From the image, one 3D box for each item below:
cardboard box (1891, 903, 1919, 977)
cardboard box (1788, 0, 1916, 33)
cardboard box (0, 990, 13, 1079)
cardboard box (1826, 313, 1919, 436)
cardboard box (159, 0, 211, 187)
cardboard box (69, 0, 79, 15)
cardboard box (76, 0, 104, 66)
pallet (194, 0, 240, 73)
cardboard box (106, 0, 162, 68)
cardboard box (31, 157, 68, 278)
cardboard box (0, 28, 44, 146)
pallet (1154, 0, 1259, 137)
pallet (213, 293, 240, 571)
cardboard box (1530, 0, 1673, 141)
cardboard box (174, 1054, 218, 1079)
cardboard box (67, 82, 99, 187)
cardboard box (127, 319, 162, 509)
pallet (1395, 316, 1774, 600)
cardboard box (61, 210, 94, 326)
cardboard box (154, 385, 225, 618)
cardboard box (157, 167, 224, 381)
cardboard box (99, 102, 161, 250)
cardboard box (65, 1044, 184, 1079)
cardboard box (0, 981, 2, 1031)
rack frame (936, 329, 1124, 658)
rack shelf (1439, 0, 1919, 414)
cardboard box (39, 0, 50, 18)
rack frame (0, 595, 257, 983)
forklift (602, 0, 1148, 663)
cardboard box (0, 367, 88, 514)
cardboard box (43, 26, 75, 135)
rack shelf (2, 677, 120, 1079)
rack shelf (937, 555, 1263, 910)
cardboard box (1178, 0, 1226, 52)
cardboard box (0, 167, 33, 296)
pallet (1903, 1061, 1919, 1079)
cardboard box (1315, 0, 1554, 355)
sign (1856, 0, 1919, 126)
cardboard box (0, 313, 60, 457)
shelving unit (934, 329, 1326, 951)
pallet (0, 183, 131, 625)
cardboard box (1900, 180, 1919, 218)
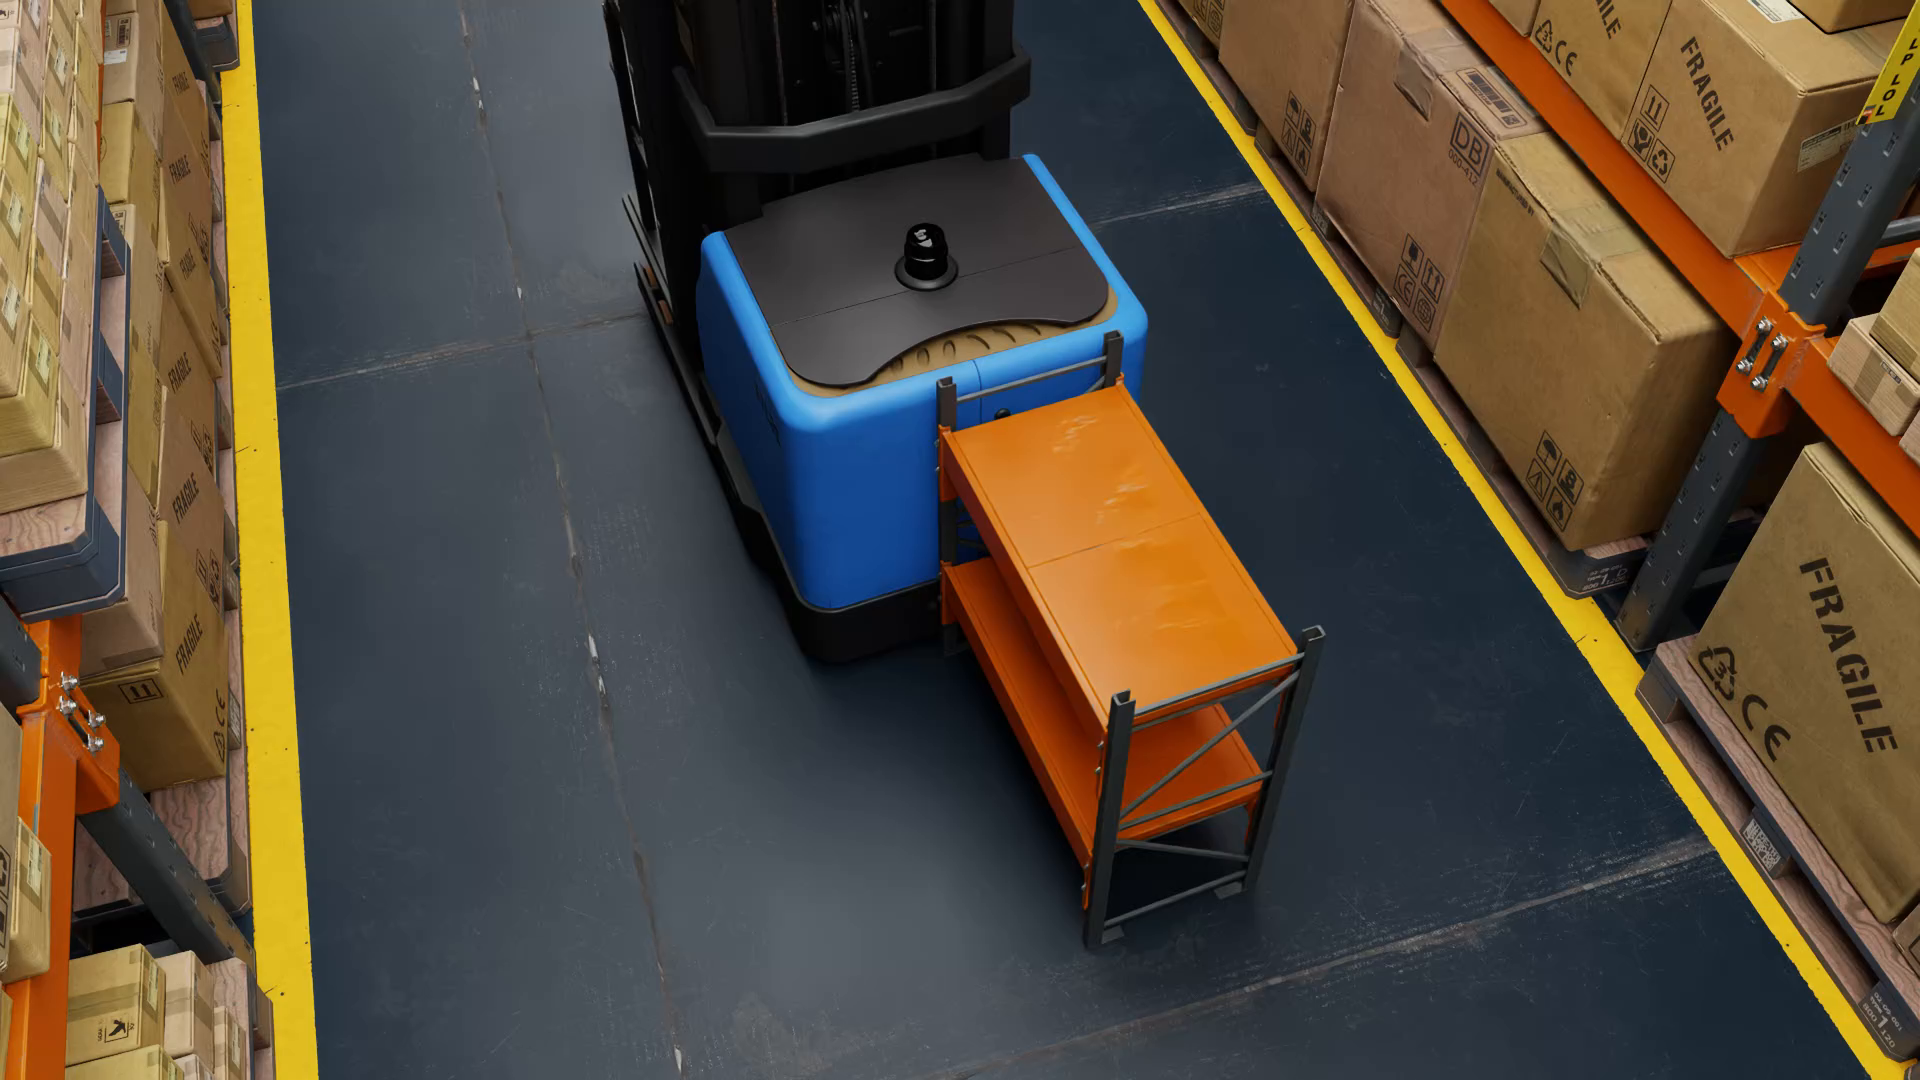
[{"bbox_3d":[2.855,0.926,3.622,0.875,0.875,0.875,-13,51,-11],"label":"cardboard box"},{"bbox_3d":[2.273,-1.601,3.916,0.797,0.503,0.637,-15,51,-12],"label":"cardboard box"},{"bbox_3d":[-1.788,0.876,2.714,0.380,0.149,0.250,-11,51,-10],"label":"cardboard box"},{"bbox_3d":[2.239,-0.409,3.797,0.380,0.149,0.250,-13,51,-11],"label":"cardboard box"},{"bbox_3d":[-3.037,-1.563,5.966,0.500,0.500,0.500,-14,51,-11],"label":"cardboard box"},{"bbox_3d":[-2.440,-1.417,4.178,0.380,0.149,0.250,-14,51,-12],"label":"cardboard box"},{"bbox_3d":[-2.438,-1.316,4.288,0.380,0.149,0.250,-15,52,-13],"label":"cardboard box"},{"bbox_3d":[-3.642,-2.349,7.092,1.003,0.211,1.213,-13,51,-11],"label":"pallet"},{"bbox_3d":[-3.029,-1.786,5.663,0.500,0.250,0.500,-14,51,-12],"label":"cardboard box"},{"bbox_3d":[-2.131,-0.652,3.533,0.380,0.149,0.250,-12,51,-10],"label":"cardboard box"},{"bbox_3d":[-2.209,-0.944,3.584,0.380,0.149,0.250,-14,51,-11],"label":"cardboard box"},{"bbox_3d":[1.448,-2.211,6.976,1.003,0.211,1.213,-13,51,-11],"label":"pallet"},{"bbox_3d":[-2.894,-0.295,5.361,1.003,0.211,1.213,-13,51,-11],"label":"pallet"},{"bbox_3d":[1.931,-1.456,4.450,0.500,0.500,0.500,-12,51,-10],"label":"cardboard box"},{"bbox_3d":[-1.810,1.307,3.581,0.380,0.149,0.250,-16,52,-13],"label":"cardboard box"},{"bbox_3d":[-2.282,-0.933,3.965,0.380,0.149,0.250,-15,52,-13],"label":"cardboard box"},{"bbox_3d":[-2.424,-0.292,4.404,0.500,0.250,0.500,-12,51,-10],"label":"cardboard box"},{"bbox_3d":[2.170,-0.429,5.473,1.003,0.211,1.213,-13,51,-11],"label":"pallet"},{"bbox_3d":[-2.133,-0.564,3.653,0.380,0.149,0.250,-13,51,-11],"label":"cardboard box"},{"bbox_3d":[-2.422,-0.049,4.689,0.500,0.500,0.500,-11,51,-9],"label":"cardboard box"},{"bbox_3d":[-2.715,-0.800,5.323,0.500,0.500,0.500,-15,52,-13],"label":"cardboard box"},{"bbox_3d":[-2.733,-1.045,5.039,0.500,0.250,0.500,-12,51,-10],"label":"cardboard box"},{"bbox_3d":[-1.831,1.237,3.446,0.380,0.149,0.250,-13,51,-11],"label":"cardboard box"},{"bbox_3d":[-1.733,0.808,2.347,0.500,0.500,0.500,-15,51,-12],"label":"cardboard box"},{"bbox_3d":[0.179,-0.093,4.593,0.500,1.125,0.032,-17,52,-14],"label":"rack frame"},{"bbox_3d":[1.878,-2.010,5.453,1.077,0.370,4.000,-13,51,-11],"label":"rack shelf"},{"bbox_3d":[-2.359,-1.315,3.897,0.380,0.149,0.250,-12,51,-10],"label":"cardboard box"},{"bbox_3d":[-2.298,0.267,3.063,1.000,3.000,0.127,-13,51,-11],"label":"rack frame"},{"bbox_3d":[-0.504,-1.739,4.799,1.130,2.935,3.031,-17,52,-14],"label":"forklift"},{"bbox_3d":[-1.975,-0.179,3.329,0.380,0.149,0.250,-16,52,-13],"label":"cardboard box"},{"bbox_3d":[-2.290,-1.039,3.859,0.380,0.149,0.250,-11,51,-10],"label":"cardboard box"},{"bbox_3d":[-1.707,1.959,2.107,1.077,0.370,4.000,-13,51,-11],"label":"rack shelf"},{"bbox_3d":[0.368,0.425,4.476,0.538,0.278,1.000,-17,52,-14],"label":"rack shelf"},{"bbox_3d":[1.471,-2.644,6.632,1.225,0.875,0.875,-15,52,-13],"label":"cardboard box"},{"bbox_3d":[-2.064,-0.573,3.272,0.380,0.149,0.250,-12,51,-10],"label":"cardboard box"},{"bbox_3d":[2.984,1.584,3.777,1.003,0.211,1.213,-13,51,-11],"label":"pallet"},{"bbox_3d":[1.996,-1.347,5.538,1.225,0.875,0.875,-15,51,-12],"label":"cardboard box"},{"bbox_3d":[1.954,-0.999,3.425,0.100,0.325,0.005,-13,51,-11],"label":"sign"},{"bbox_3d":[-1.975,-0.275,3.215,0.380,0.149,0.250,-13,51,-10],"label":"cardboard box"},{"bbox_3d":[0.368,0.268,4.289,0.538,1.125,1.048,-17,52,-14],"label":"shelving unit"},{"bbox_3d":[-2.385,-0.262,3.635,1.003,0.211,1.213,-13,51,-11],"label":"pallet"},{"bbox_3d":[2.572,-1.206,4.239,0.500,0.500,0.500,-13,51,-11],"label":"cardboard box"}]
